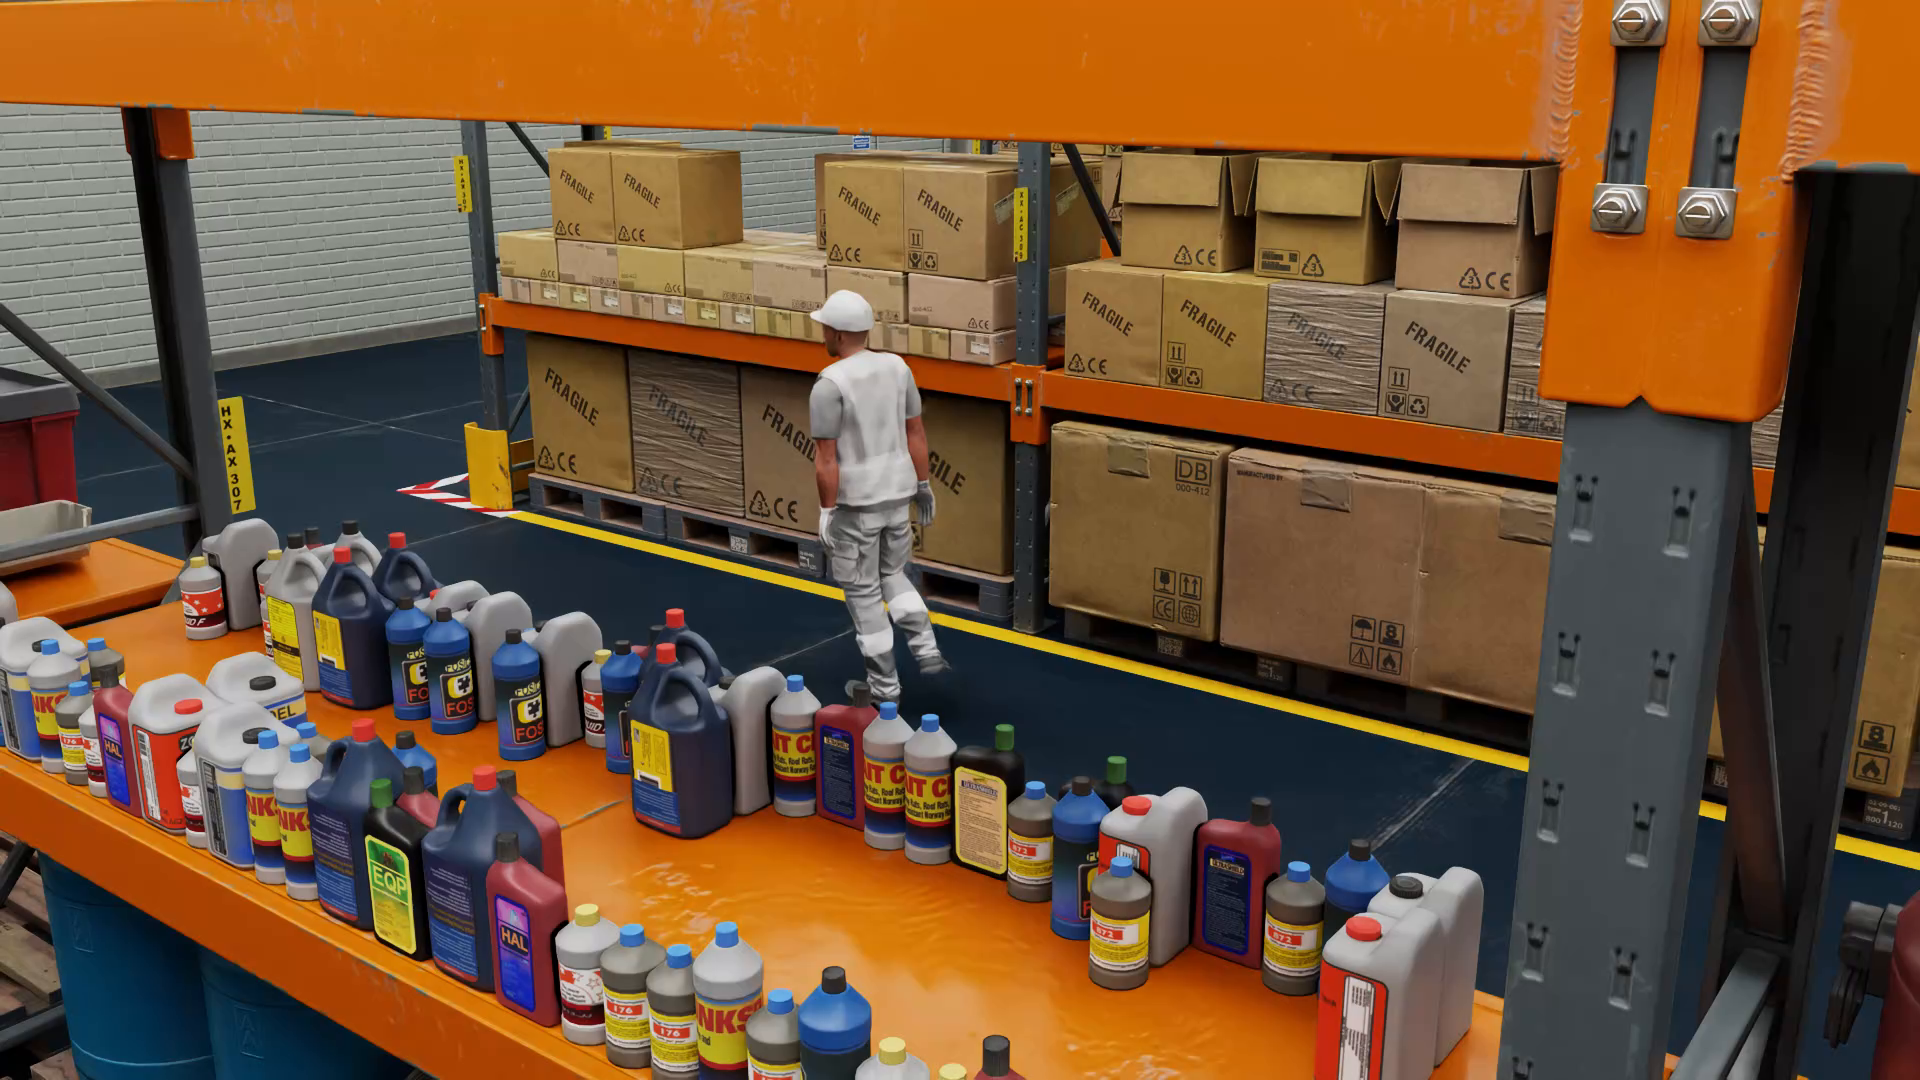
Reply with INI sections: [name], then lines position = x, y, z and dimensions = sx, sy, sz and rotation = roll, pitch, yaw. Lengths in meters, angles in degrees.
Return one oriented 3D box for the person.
[person]
position = -0.346, -0.148, 6.977
dimensions = 0.588, 1.780, 0.558
rotation = -14, 21, -40
